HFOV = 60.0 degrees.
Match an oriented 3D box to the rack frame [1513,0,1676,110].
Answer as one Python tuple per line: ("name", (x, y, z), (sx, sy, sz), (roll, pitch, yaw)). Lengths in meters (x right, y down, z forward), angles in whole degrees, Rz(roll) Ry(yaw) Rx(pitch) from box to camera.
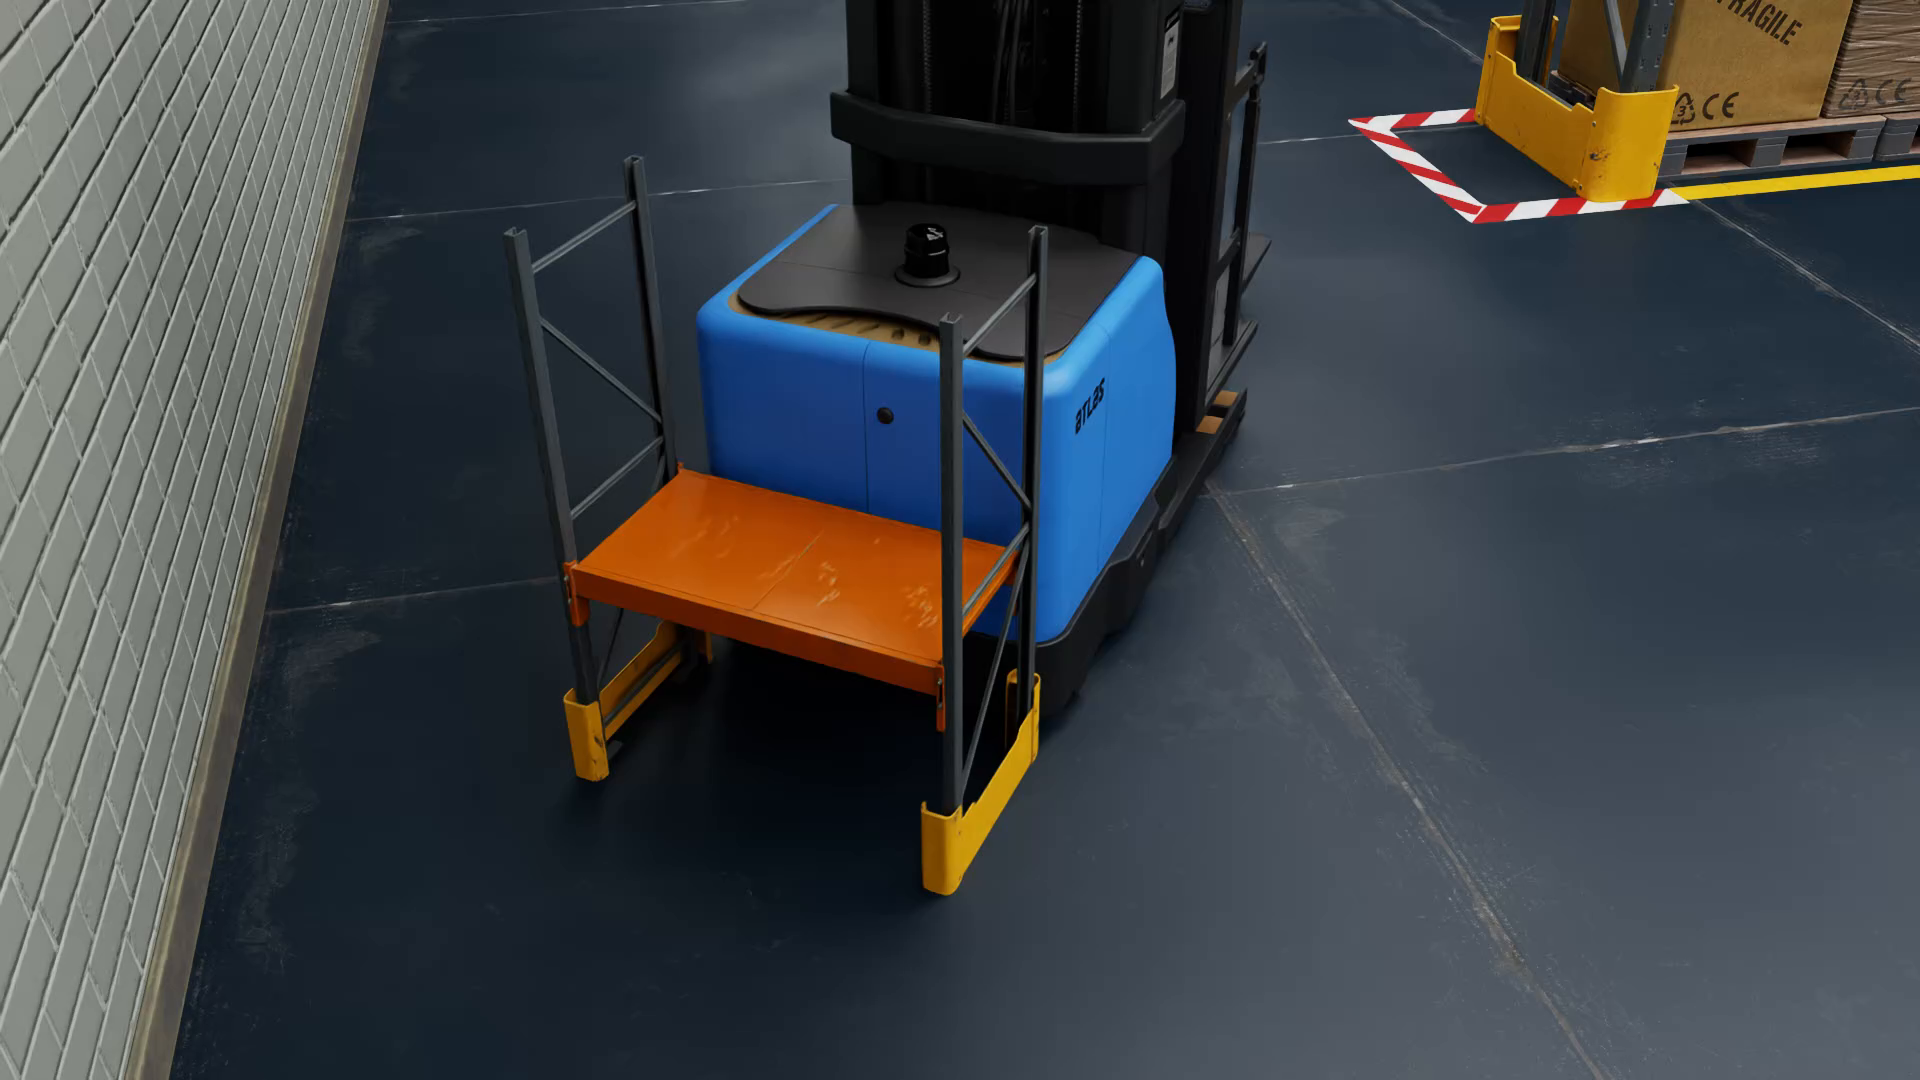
("rack frame", (2.909, -3.105, 7.185), (0.127, 3.000, 1.000), (-7, 35, -11))

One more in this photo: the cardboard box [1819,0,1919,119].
("cardboard box", (4.404, -2.631, 8.009), (0.875, 0.875, 0.875), (-7, 35, -11))

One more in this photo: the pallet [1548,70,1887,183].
("pallet", (3.672, -2.088, 8.172), (1.213, 0.211, 1.003), (-7, 35, -11))

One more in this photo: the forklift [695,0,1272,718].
("forklift", (0.350, -1.555, 4.937), (1.130, 2.935, 3.031), (13, 36, 19))

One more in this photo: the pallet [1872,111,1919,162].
("pallet", (4.860, -2.236, 8.393), (1.213, 0.211, 1.003), (-7, 35, -11))

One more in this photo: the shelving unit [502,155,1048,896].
("shelving unit", (-0.398, -0.038, 3.960), (1.083, 1.500, 0.587), (14, 36, 20))

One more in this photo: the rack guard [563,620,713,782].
("rack guard", (-0.854, 0.369, 4.475), (0.087, 0.250, 0.587), (14, 36, 20))

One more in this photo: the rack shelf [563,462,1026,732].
("rack shelf", (-0.390, 0.113, 4.057), (1.000, 0.185, 0.538), (14, 36, 20))

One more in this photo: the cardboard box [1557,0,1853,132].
("cardboard box", (3.516, -2.520, 7.843), (0.875, 0.875, 0.875), (-7, 35, -11))

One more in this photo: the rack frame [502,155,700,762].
("rack frame", (-0.855, -0.150, 4.127), (0.032, 1.500, 0.500), (14, 36, 20))

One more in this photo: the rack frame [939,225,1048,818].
("rack frame", (0.075, 0.078, 3.786), (0.032, 1.500, 0.500), (14, 36, 20))

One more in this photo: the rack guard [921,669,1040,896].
("rack guard", (0.058, 0.593, 4.142), (0.087, 0.250, 0.587), (14, 36, 20))

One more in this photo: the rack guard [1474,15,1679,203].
("rack guard", (2.886, -2.064, 7.878), (0.348, 0.500, 1.175), (-7, 35, -11))
